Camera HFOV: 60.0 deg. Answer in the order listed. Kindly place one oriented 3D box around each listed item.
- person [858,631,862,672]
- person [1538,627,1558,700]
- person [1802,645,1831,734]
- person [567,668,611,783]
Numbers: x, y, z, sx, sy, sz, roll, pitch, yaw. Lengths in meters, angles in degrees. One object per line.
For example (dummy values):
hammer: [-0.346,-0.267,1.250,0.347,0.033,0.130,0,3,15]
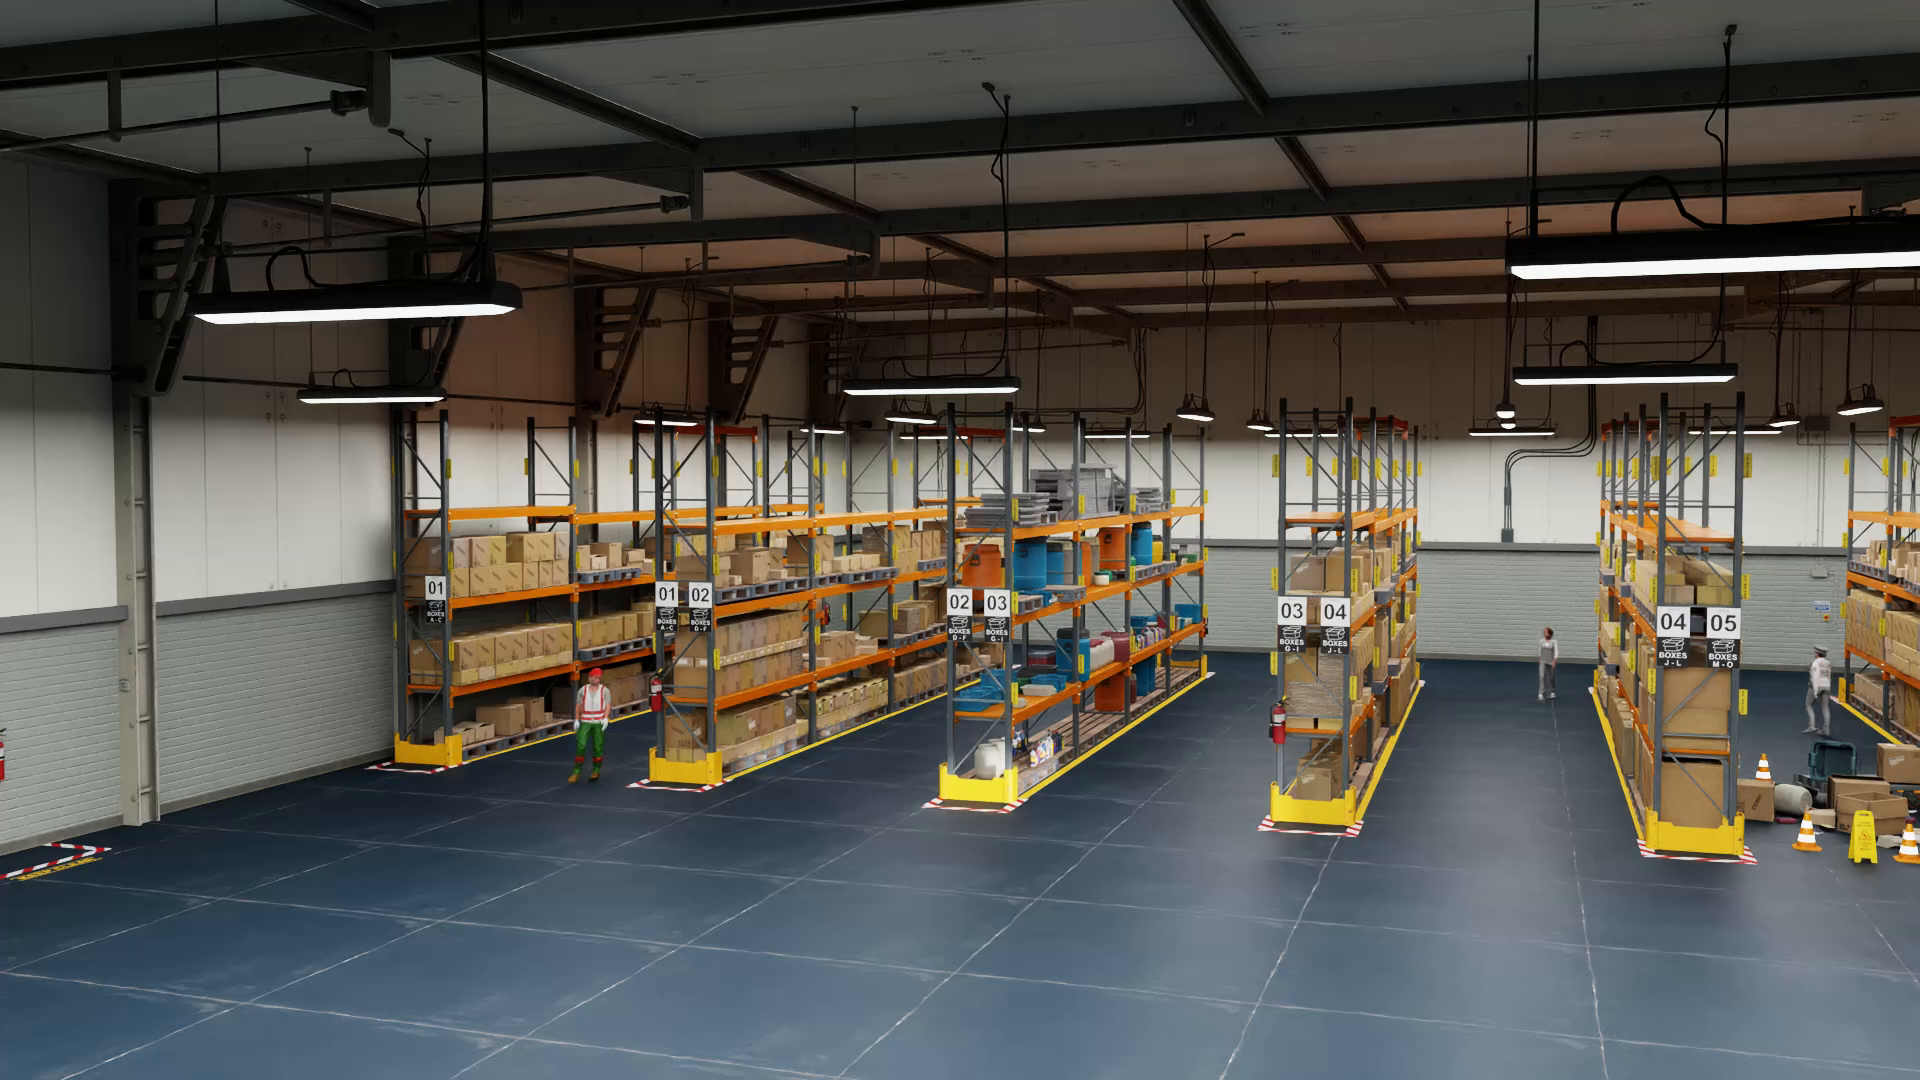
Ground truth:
person: [-2.109,2.546,38.439,0.571,1.647,0.579,0,2,10]
person: [12.686,2.665,35.891,0.433,1.552,0.903,1,3,31]
person: [16.212,2.838,31.270,0.477,1.712,0.534,0,2,-2]
person: [-5.931,2.950,26.594,0.681,1.773,0.660,0,2,-10]
